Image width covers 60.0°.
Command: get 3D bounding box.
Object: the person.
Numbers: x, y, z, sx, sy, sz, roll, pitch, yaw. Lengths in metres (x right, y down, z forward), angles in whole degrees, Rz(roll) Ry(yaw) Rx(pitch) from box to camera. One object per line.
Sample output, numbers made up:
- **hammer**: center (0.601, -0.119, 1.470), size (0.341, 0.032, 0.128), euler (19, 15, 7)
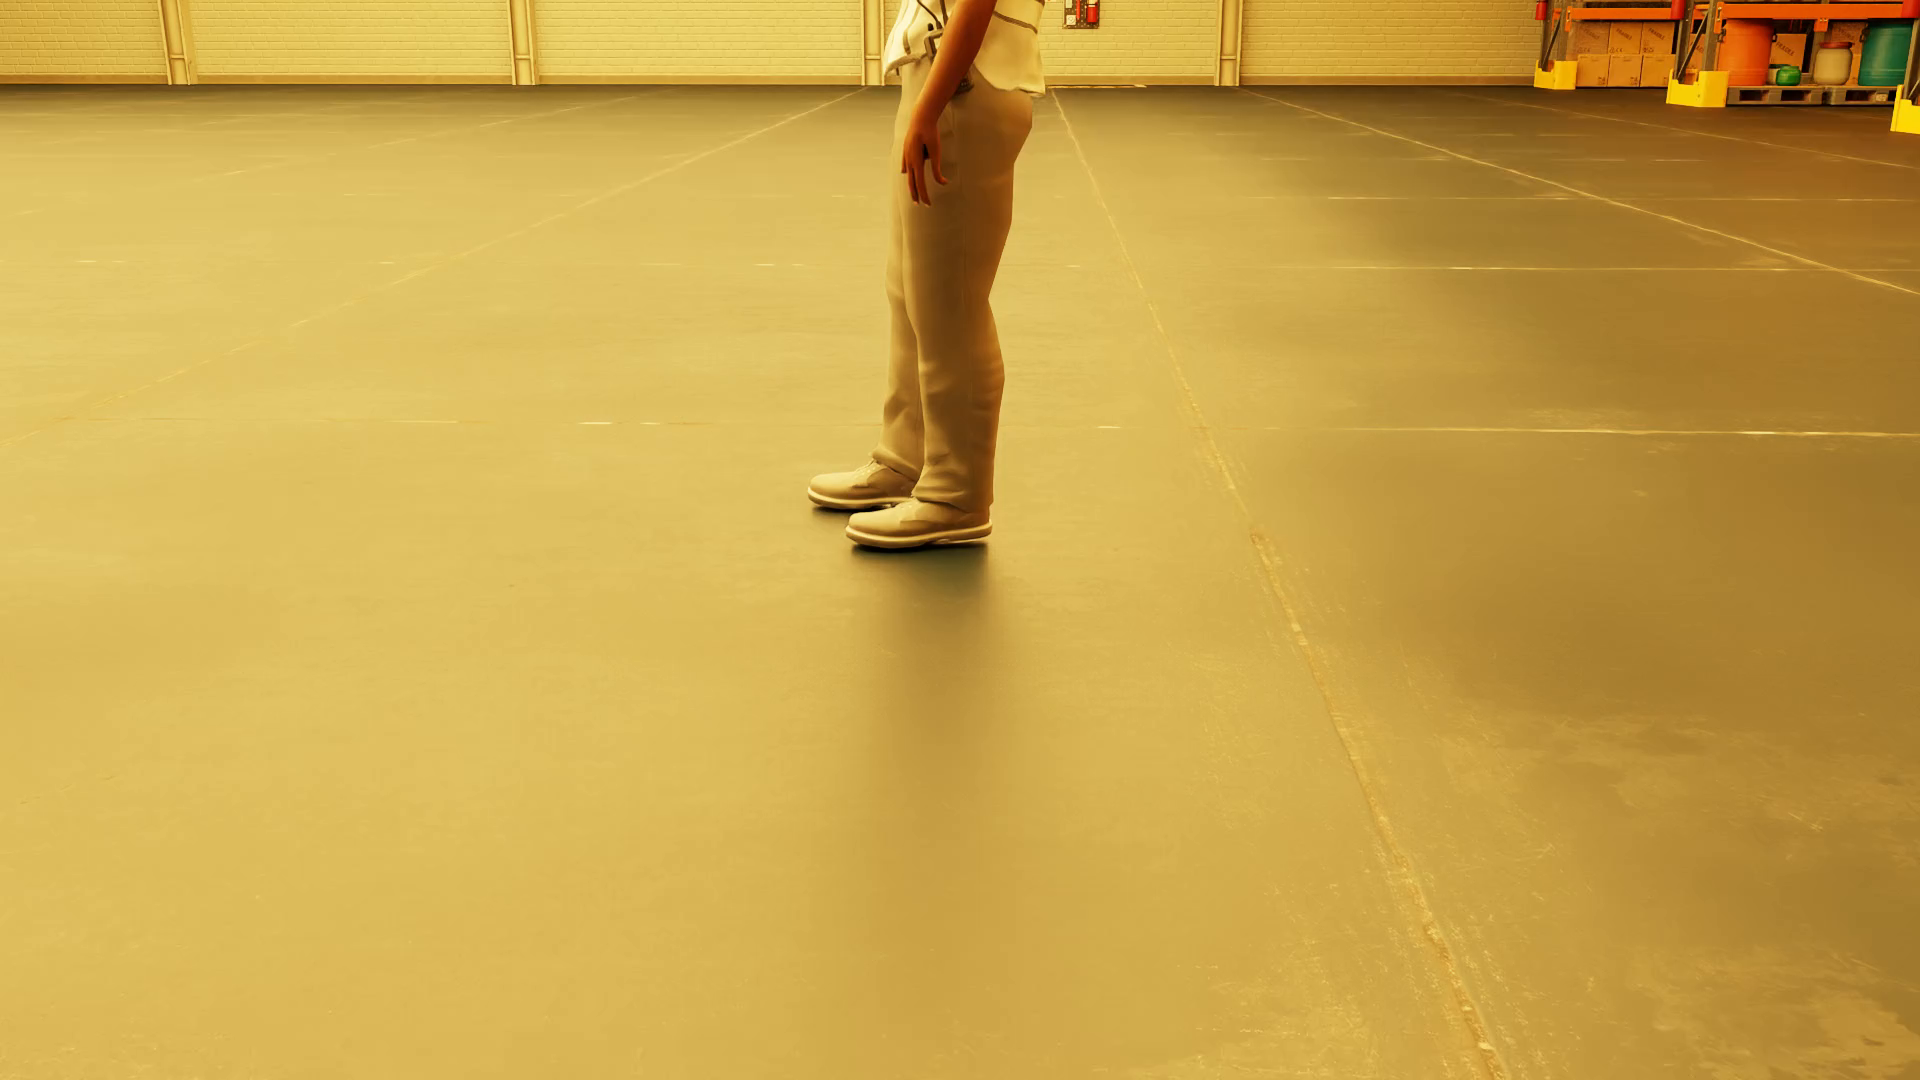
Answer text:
- **person**: center (-0.074, -0.823, 3.140), size (0.528, 1.695, 0.569), euler (1, 17, 2)
